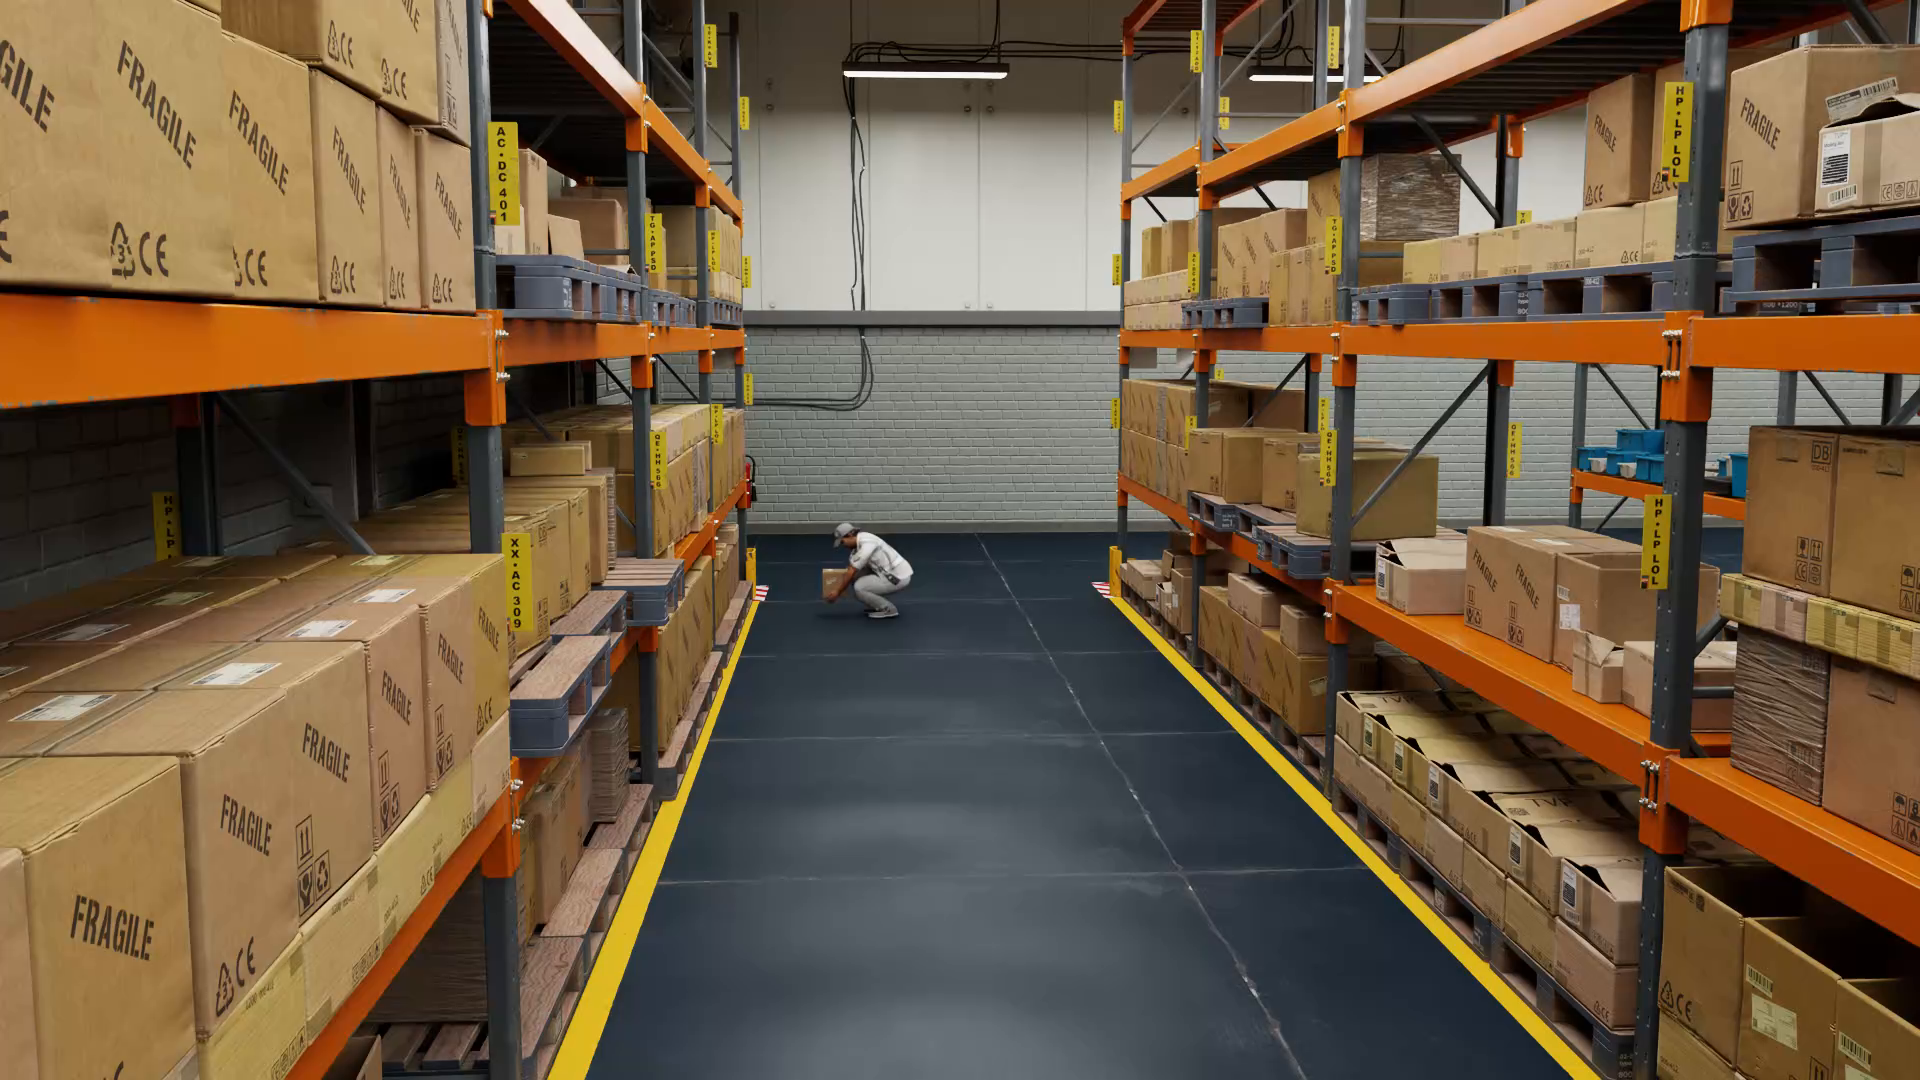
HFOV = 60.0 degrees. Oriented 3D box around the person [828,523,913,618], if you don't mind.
[{"bbox_3d":[-0.885,0.292,16.415,0.846,0.938,0.526,0,7,-4],"label":"person"}]
